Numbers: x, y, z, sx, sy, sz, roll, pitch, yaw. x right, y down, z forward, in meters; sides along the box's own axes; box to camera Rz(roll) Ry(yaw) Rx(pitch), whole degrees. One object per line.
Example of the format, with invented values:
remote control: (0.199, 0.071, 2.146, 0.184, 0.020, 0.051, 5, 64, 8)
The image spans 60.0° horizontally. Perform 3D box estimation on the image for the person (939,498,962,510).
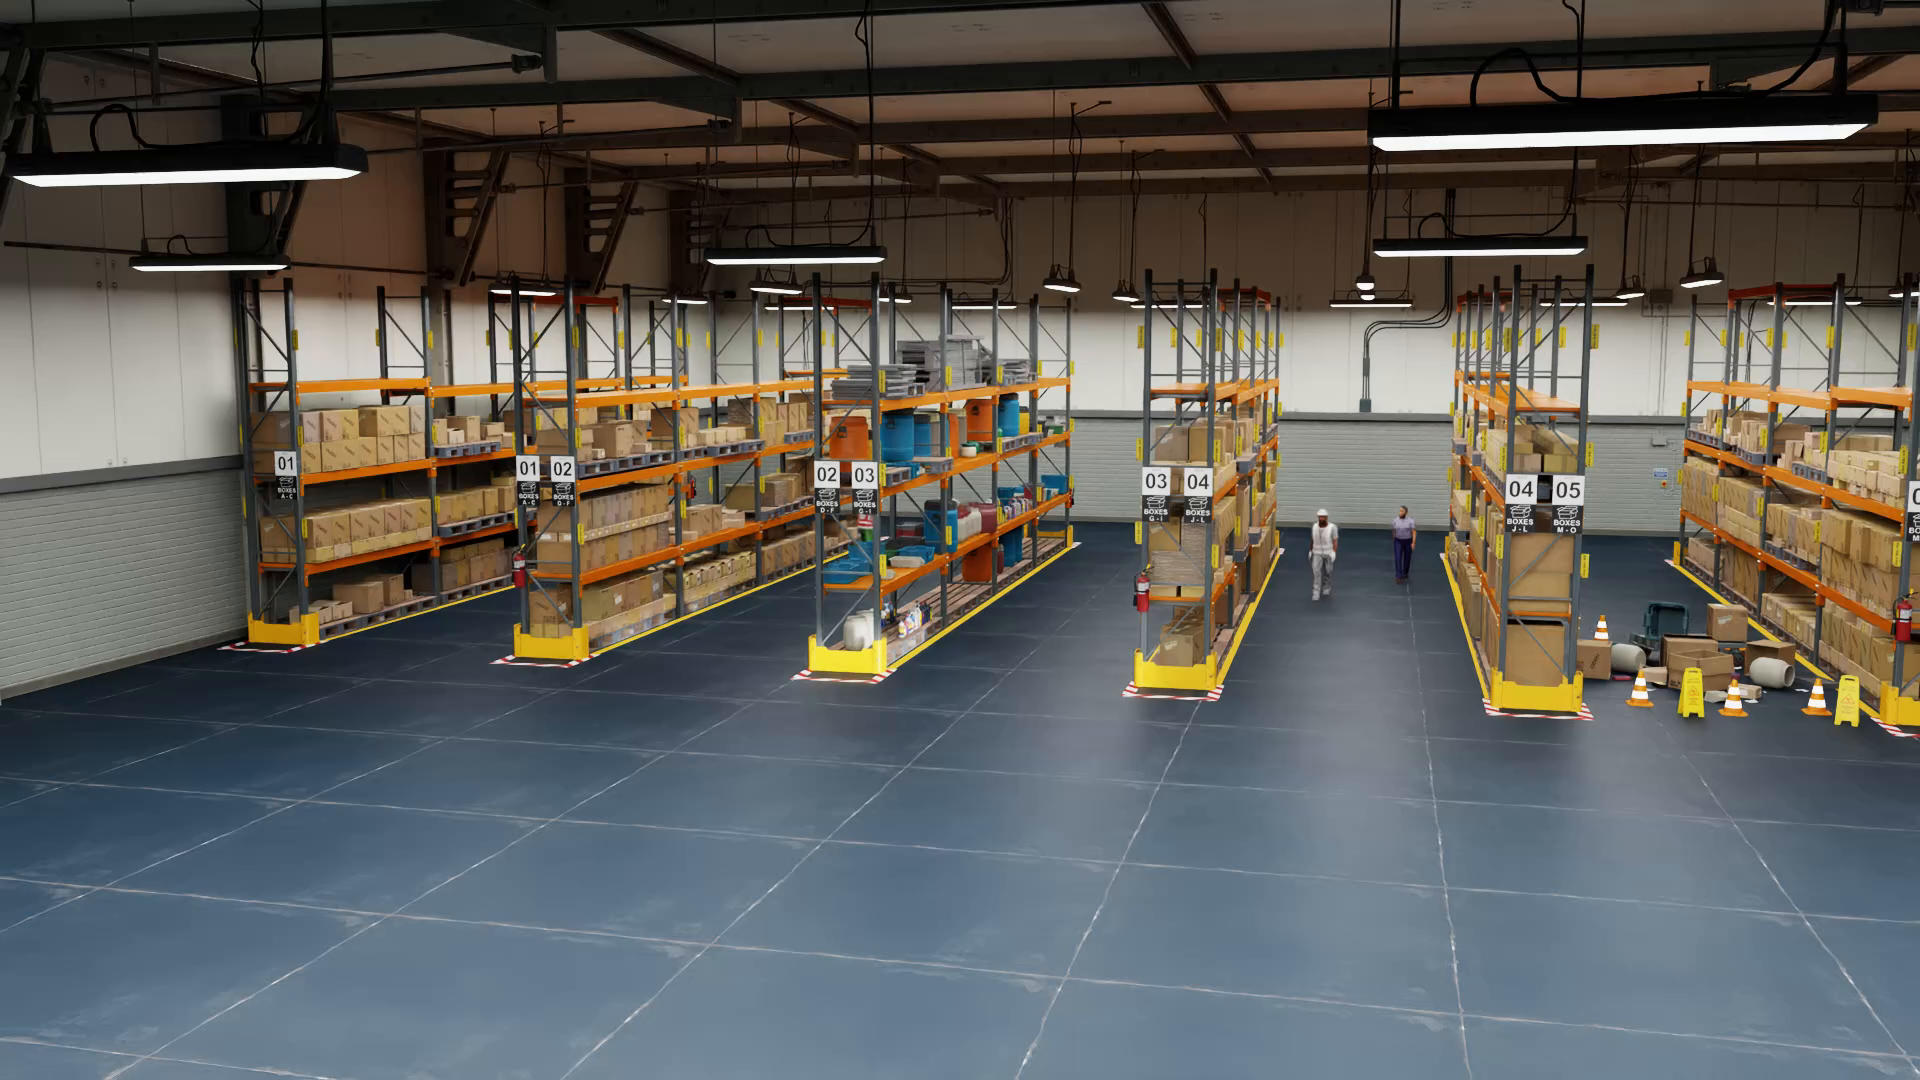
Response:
person: (-0.284, -0.427, 38.805, 0.611, 1.570, 0.748, 3, 7, 23)

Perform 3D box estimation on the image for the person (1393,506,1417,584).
person: (9.187, 0.076, 34.421, 0.458, 1.586, 1.022, 1, 7, 12)

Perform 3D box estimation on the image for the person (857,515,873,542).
person: (-2.042, -0.236, 36.377, 0.733, 1.787, 0.582, -5, 9, -37)

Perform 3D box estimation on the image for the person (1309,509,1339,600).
person: (7.029, 0.261, 32.178, 0.573, 1.719, 1.039, 2, 7, 16)
